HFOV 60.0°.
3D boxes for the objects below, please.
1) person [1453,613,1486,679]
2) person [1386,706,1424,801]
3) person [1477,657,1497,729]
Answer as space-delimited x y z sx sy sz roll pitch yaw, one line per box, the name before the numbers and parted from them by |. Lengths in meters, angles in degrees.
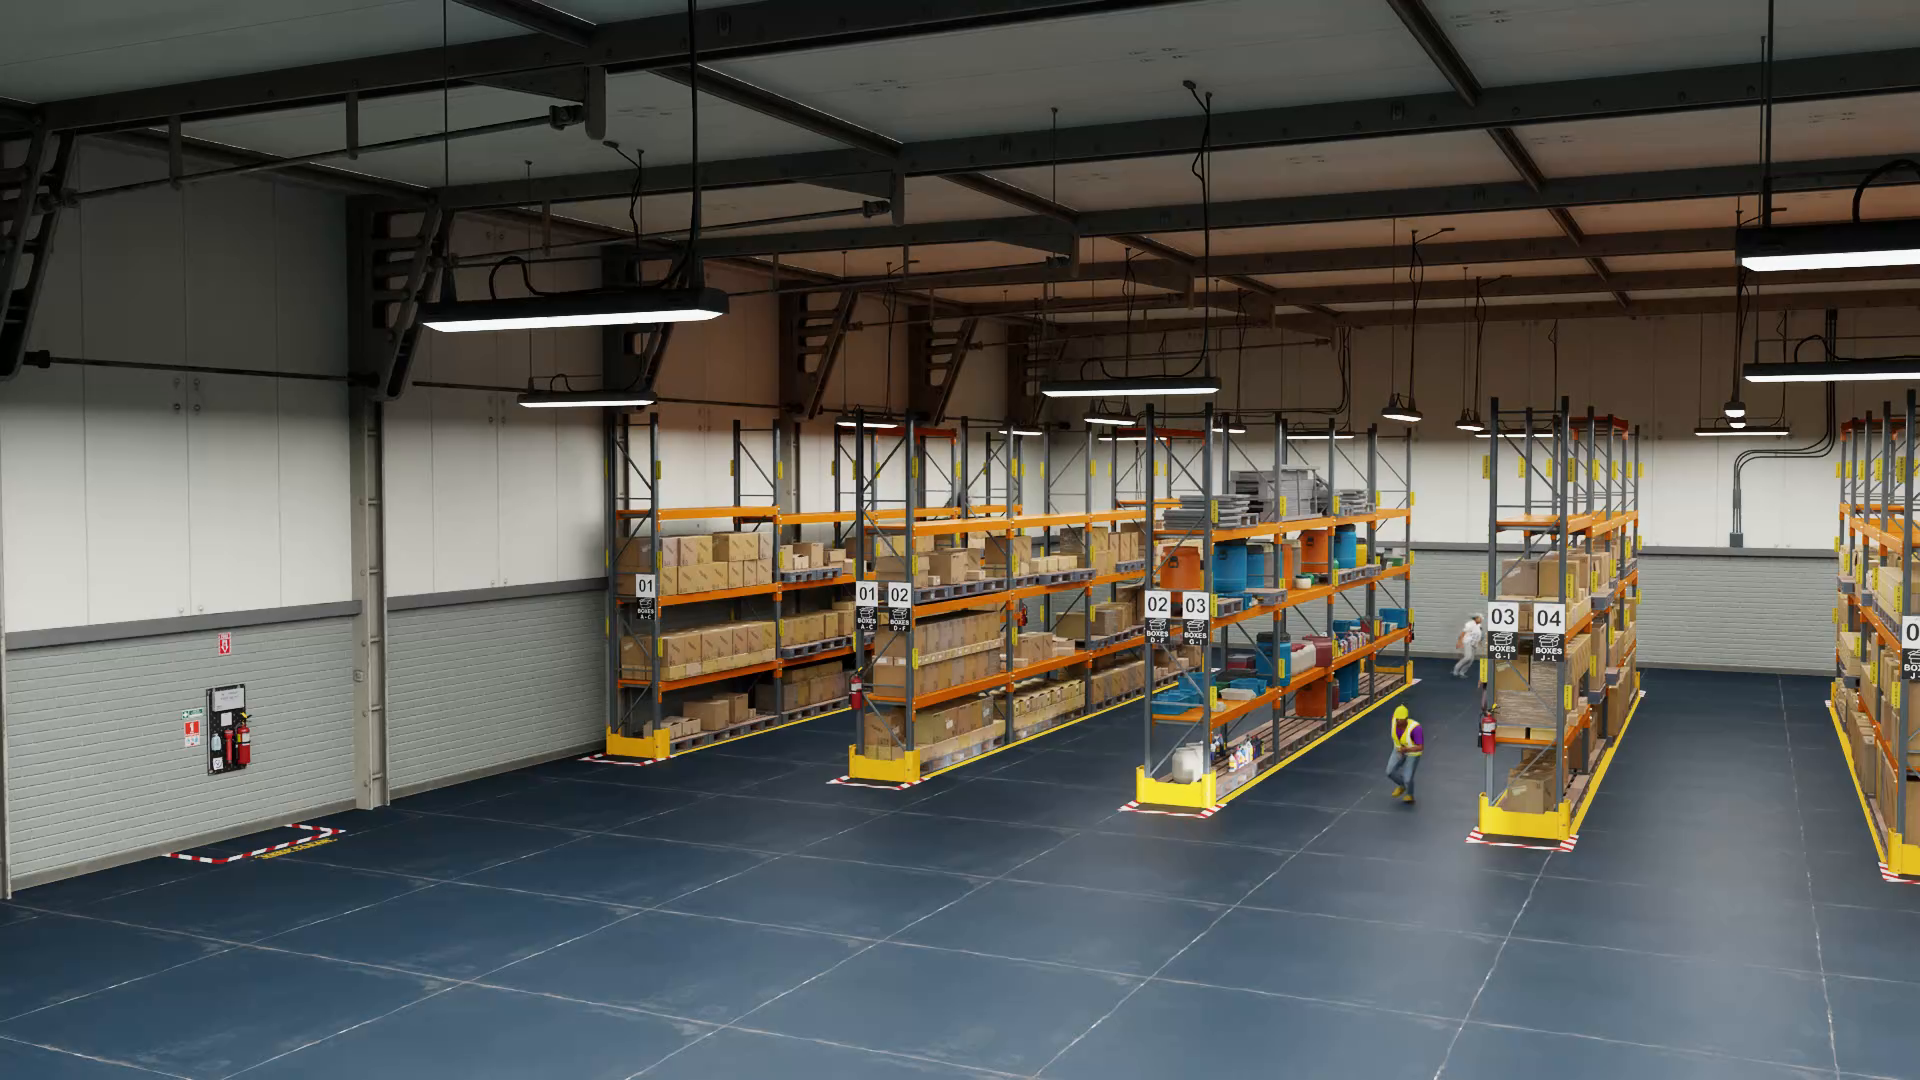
person | 12.245 2.533 39.929 0.622 1.592 0.634 -2 3 -36
person | 6.638 3.182 24.761 0.693 1.519 1.018 2 3 40
person | 10.220 2.891 31.684 0.651 1.569 1.069 2 3 32
